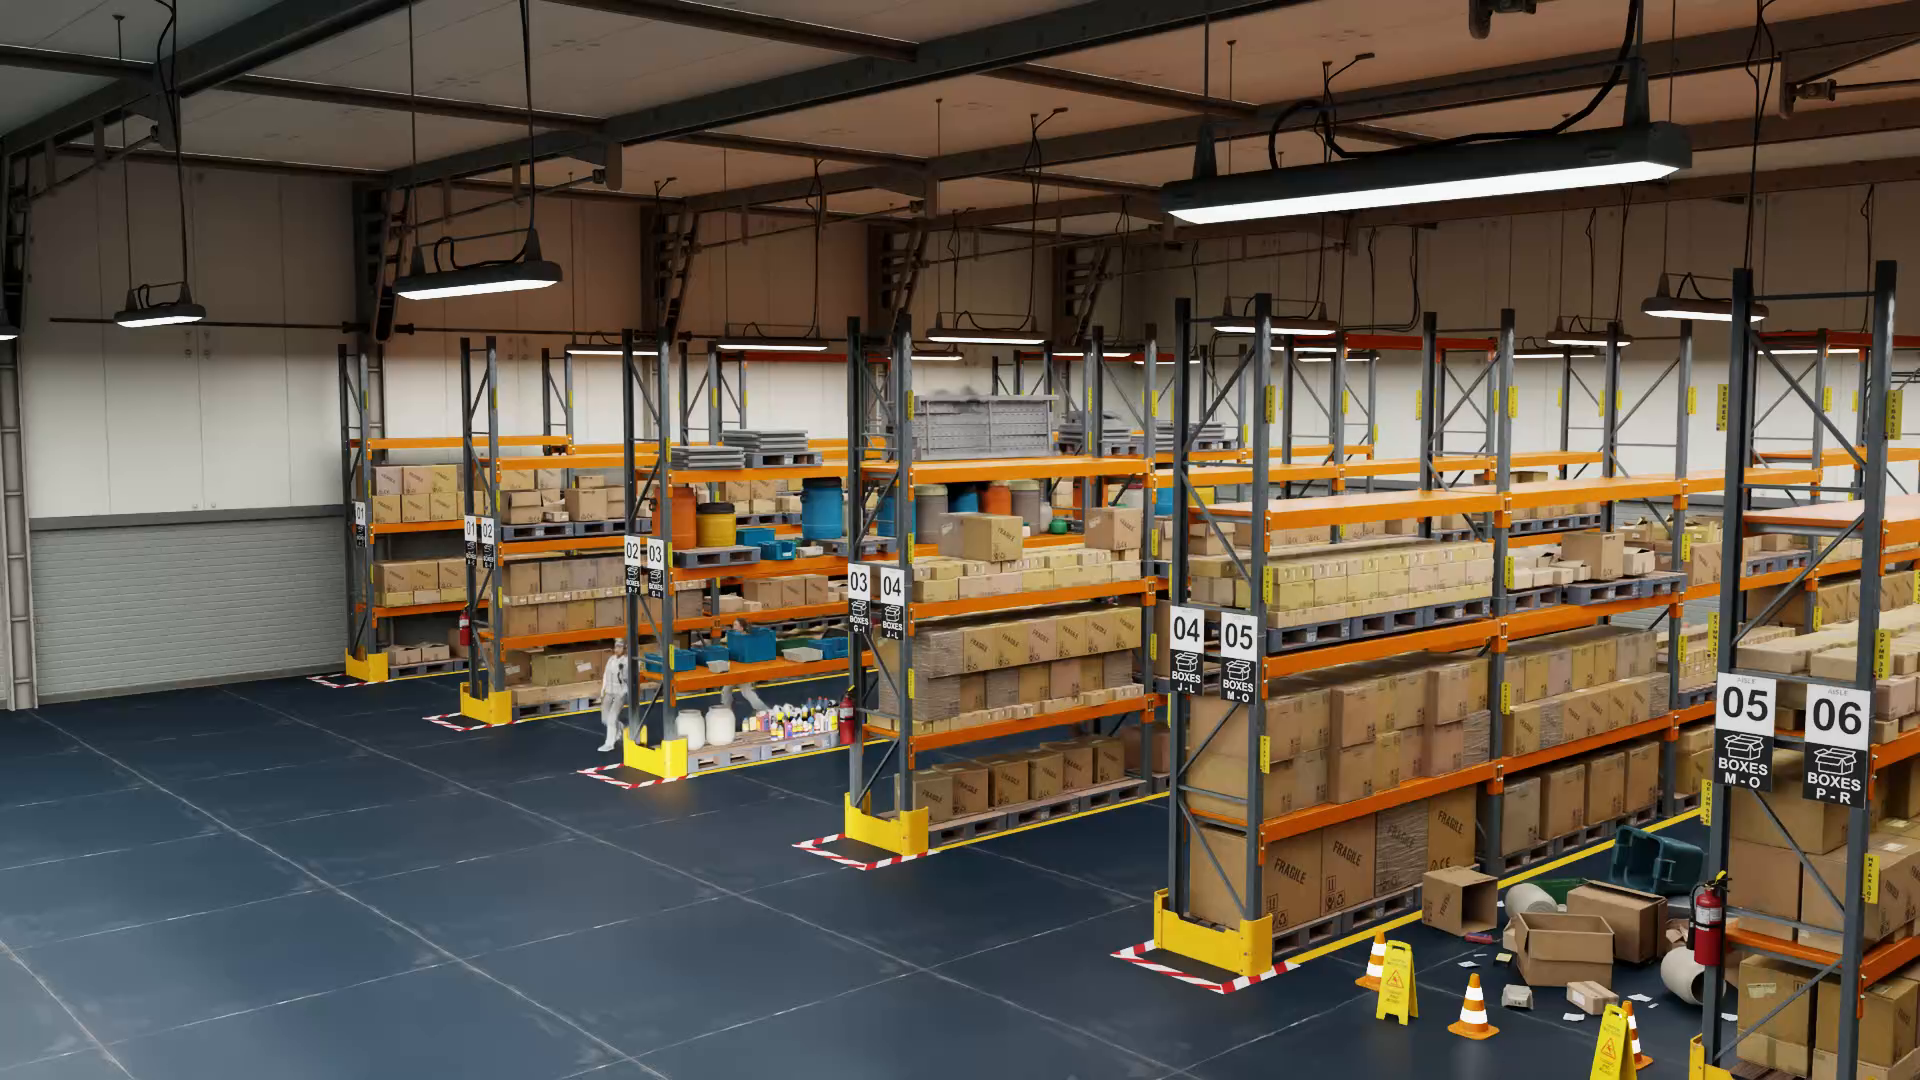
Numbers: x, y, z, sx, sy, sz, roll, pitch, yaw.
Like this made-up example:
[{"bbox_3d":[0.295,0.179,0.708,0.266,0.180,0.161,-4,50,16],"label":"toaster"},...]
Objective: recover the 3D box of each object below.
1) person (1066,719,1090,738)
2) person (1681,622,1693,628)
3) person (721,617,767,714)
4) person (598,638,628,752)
[{"bbox_3d":[1.759,2.252,23.202,0.554,1.642,0.645,4,6,38],"label":"person"},{"bbox_3d":[11.009,2.081,25.168,0.633,1.698,0.658,-4,7,-39],"label":"person"},{"bbox_3d":[-3.392,2.017,25.560,0.947,1.674,0.557,-5,7,-45],"label":"person"},{"bbox_3d":[-4.874,2.202,23.906,0.632,1.641,0.574,2,6,24],"label":"person"}]
